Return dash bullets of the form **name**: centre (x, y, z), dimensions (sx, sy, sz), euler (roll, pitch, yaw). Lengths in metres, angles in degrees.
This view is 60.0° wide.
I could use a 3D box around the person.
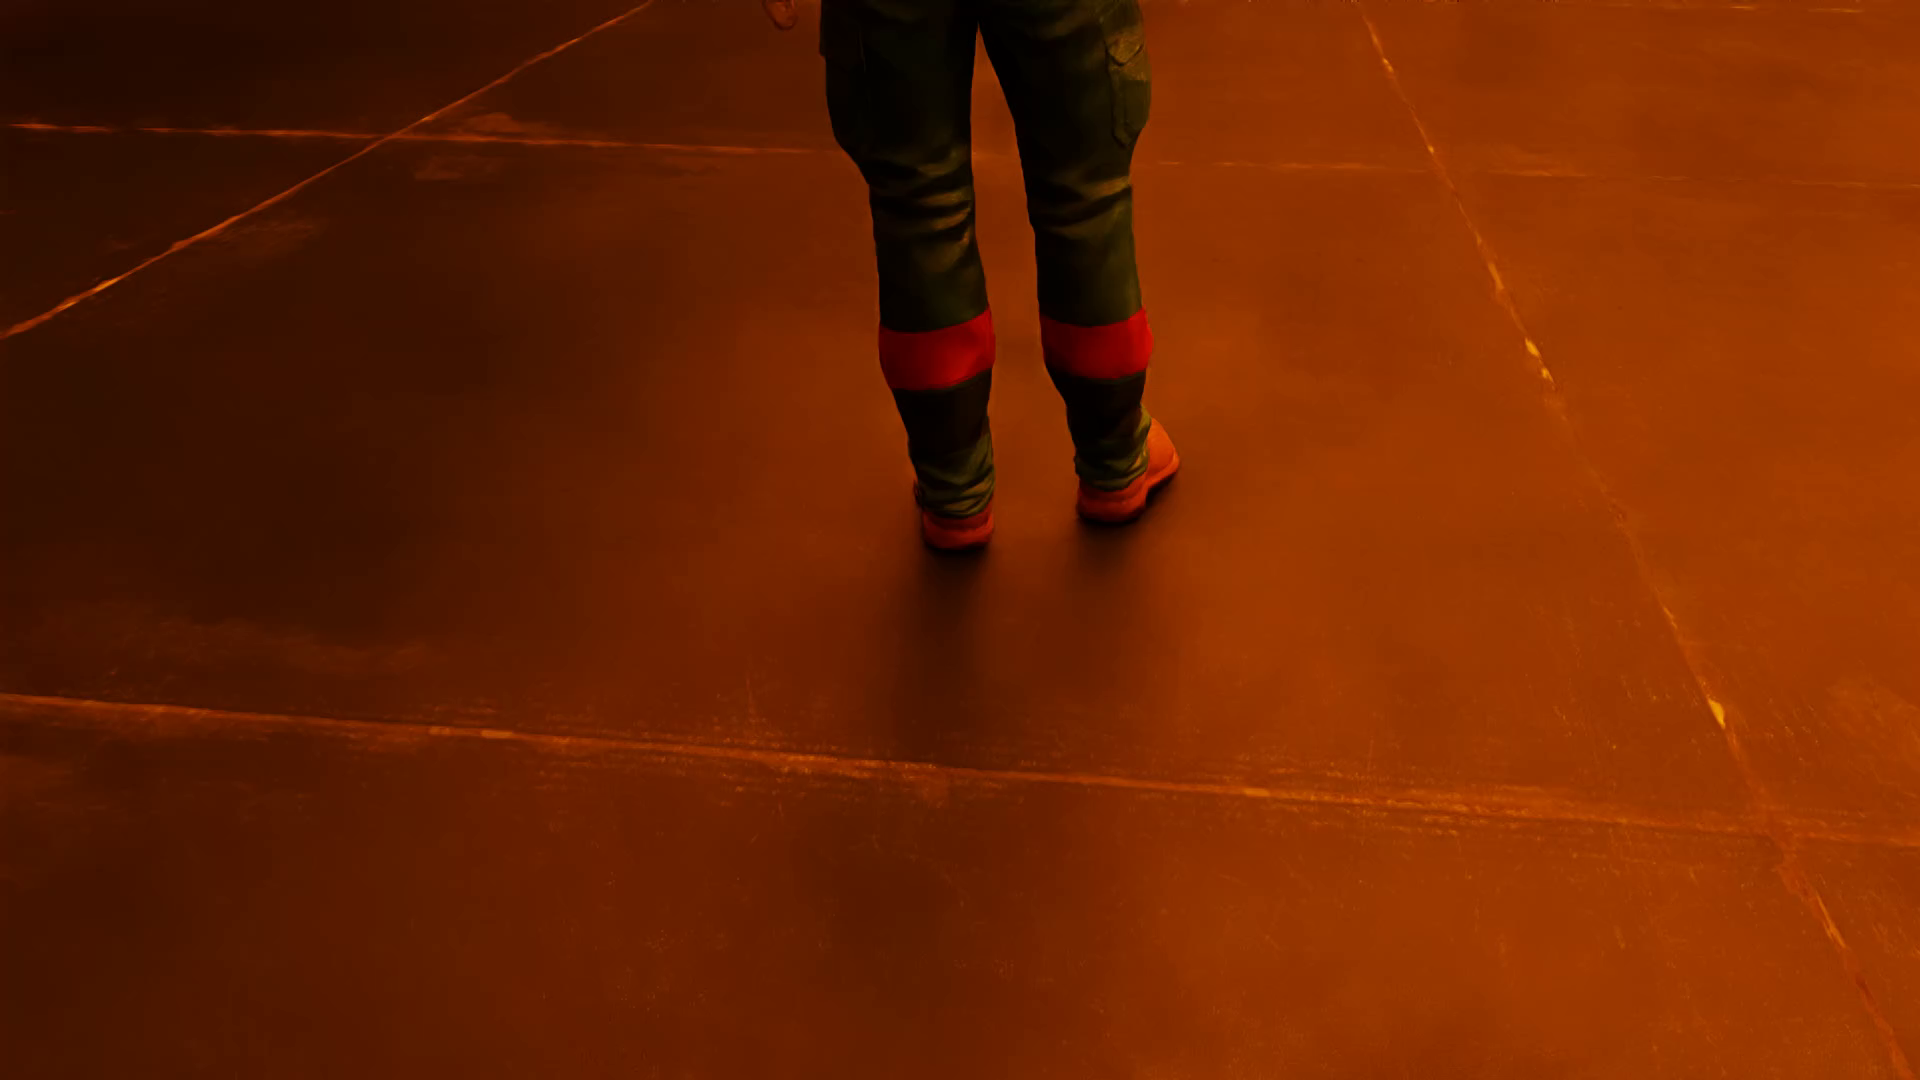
- **person**: centre (0.022, -0.839, 2.169), dimensions (0.637, 1.783, 0.563), euler (3, 27, 7)
